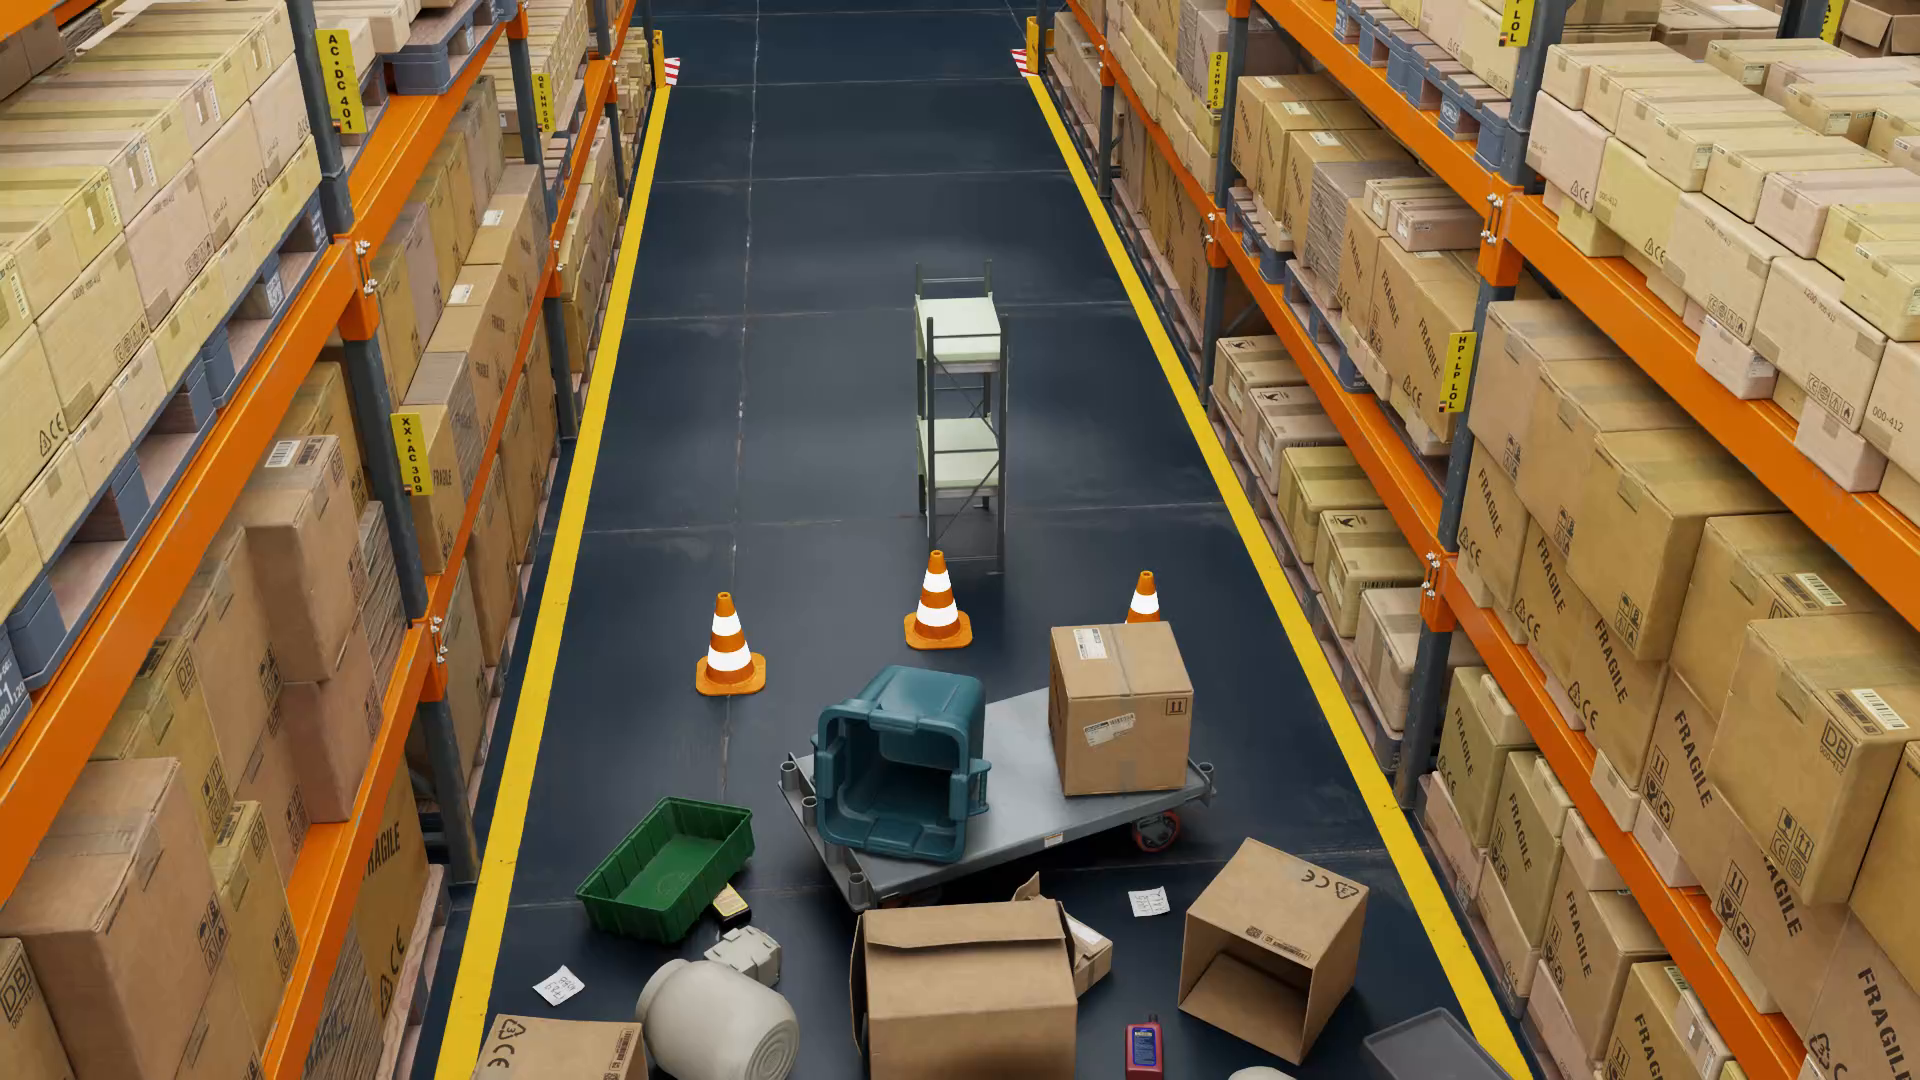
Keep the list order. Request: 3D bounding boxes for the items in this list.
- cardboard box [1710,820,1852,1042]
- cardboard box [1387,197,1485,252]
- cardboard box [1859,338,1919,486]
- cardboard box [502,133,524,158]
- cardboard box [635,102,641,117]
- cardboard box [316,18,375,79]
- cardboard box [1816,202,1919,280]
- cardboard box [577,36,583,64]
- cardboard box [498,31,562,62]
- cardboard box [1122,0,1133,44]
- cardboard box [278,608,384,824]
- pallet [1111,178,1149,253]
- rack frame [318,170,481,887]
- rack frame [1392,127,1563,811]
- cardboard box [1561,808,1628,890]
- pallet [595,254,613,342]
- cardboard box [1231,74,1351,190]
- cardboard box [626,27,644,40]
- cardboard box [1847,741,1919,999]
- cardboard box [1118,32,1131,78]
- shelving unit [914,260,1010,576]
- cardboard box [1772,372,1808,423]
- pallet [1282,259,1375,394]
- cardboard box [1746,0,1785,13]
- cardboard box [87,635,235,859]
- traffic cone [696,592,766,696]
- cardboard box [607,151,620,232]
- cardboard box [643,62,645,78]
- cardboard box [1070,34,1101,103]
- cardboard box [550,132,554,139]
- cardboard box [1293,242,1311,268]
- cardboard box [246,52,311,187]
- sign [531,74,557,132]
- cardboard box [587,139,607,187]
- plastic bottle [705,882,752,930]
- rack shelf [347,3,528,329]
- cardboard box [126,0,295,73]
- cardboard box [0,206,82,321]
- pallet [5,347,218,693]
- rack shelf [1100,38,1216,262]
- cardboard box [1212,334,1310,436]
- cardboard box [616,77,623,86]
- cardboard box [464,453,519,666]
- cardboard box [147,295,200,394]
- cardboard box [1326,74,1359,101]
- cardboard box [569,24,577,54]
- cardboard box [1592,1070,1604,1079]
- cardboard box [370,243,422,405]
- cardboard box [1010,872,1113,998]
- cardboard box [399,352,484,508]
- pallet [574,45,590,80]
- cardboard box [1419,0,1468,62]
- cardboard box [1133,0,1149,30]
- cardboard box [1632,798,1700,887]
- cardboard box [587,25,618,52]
[{"bbox_3d":[2.383,0.938,4.367,0.500,0.500,0.500,-3,31,-5],"label":"cardboard box"},{"bbox_3d":[2.075,-1.364,7.179,0.380,0.149,0.250,-4,31,-6],"label":"cardboard box"},{"bbox_3d":[2.379,-0.237,3.653,0.500,0.250,0.500,-2,31,-3],"label":"cardboard box"},{"bbox_3d":[-2.718,-2.368,9.835,0.380,0.149,0.250,-1,31,-2],"label":"cardboard box"},{"bbox_3d":[-3.172,-4.035,15.451,0.380,0.149,0.250,-2,31,-4],"label":"cardboard box"},{"bbox_3d":[-2.349,-1.814,6.175,0.250,0.149,0.380,-3,31,-5],"label":"cardboard box"},{"bbox_3d":[2.352,-0.715,4.063,0.380,0.149,0.250,-2,31,-4],"label":"cardboard box"},{"bbox_3d":[-2.966,-3.573,12.143,0.380,0.149,0.250,-3,31,-5],"label":"cardboard box"},{"bbox_3d":[-2.867,-3.284,11.077,0.380,0.149,0.250,-3,31,-5],"label":"cardboard box"},{"bbox_3d":[1.510,-3.890,12.496,0.500,0.250,0.500,-2,31,-4],"label":"cardboard box"},{"bbox_3d":[-2.379,0.533,5.286,0.875,0.550,0.550,-3,31,-5],"label":"cardboard box"},{"bbox_3d":[1.820,-2.655,13.490,1.003,0.211,1.213,-3,31,-5],"label":"pallet"},{"bbox_3d":[-2.499,0.130,6.107,1.000,3.000,0.127,-3,31,-5],"label":"rack frame"},{"bbox_3d":[2.420,-0.159,6.590,1.000,3.000,0.127,-3,31,-5],"label":"rack frame"},{"bbox_3d":[2.236,1.022,5.522,0.380,0.149,0.250,-1,31,-2],"label":"cardboard box"},{"bbox_3d":[-3.055,-1.735,11.949,1.003,0.211,1.213,-3,31,-5],"label":"pallet"},{"bbox_3d":[1.858,-2.311,9.396,0.500,0.500,0.500,-4,31,-6],"label":"cardboard box"},{"bbox_3d":[-3.318,-4.950,16.403,0.380,0.149,0.250,-2,31,-4],"label":"cardboard box"},{"bbox_3d":[2.489,0.775,3.665,0.700,0.500,0.500,-2,31,-4],"label":"cardboard box"},{"bbox_3d":[1.501,-3.677,12.627,0.500,0.250,0.500,-3,31,-6],"label":"cardboard box"},{"bbox_3d":[0.001,-0.640,8.860,0.431,1.500,0.755,-3,31,-5],"label":"shelving unit"},{"bbox_3d":[2.348,-0.379,4.279,0.380,0.149,0.250,-3,31,-4],"label":"cardboard box"},{"bbox_3d":[2.272,-1.110,8.370,1.003,0.211,1.213,-3,31,-5],"label":"pallet"},{"bbox_3d":[6.485,-4.184,12.822,0.700,0.500,0.500,-2,31,-4],"label":"cardboard box"},{"bbox_3d":[-2.361,0.620,4.088,0.875,0.550,0.500,-3,31,-5],"label":"cardboard box"},{"bbox_3d":[-1.121,0.462,8.025,0.336,0.463,0.334,-3,31,-5],"label":"traffic cone"},{"bbox_3d":[-2.926,-2.696,12.866,0.500,0.500,0.500,-3,31,-6],"label":"cardboard box"},{"bbox_3d":[-3.236,-4.559,16.039,0.380,0.149,0.250,-4,31,-7],"label":"cardboard box"},{"bbox_3d":[1.554,-4.566,16.059,0.875,0.438,0.875,-2,31,-3],"label":"cardboard box"},{"bbox_3d":[-2.791,-2.635,10.572,0.380,0.149,0.250,-1,31,-2],"label":"cardboard box"},{"bbox_3d":[1.970,-1.550,8.755,0.380,0.149,0.250,-1,31,-2],"label":"cardboard box"},{"bbox_3d":[-2.197,-1.205,4.766,0.500,0.250,0.500,-3,31,-5],"label":"cardboard box"},{"bbox_3d":[-2.320,-2.437,9.276,0.100,0.325,0.005,-3,31,-5],"label":"sign"},{"bbox_3d":[-2.890,-2.752,12.229,0.500,0.250,0.500,-1,31,-2],"label":"cardboard box"},{"bbox_3d":[-0.970,1.460,6.745,0.133,0.061,0.283,-20,36,-30],"label":"plastic bottle"},{"bbox_3d":[-2.686,-1.870,7.232,1.077,0.370,4.000,-3,31,-5],"label":"rack shelf"},{"bbox_3d":[-2.147,-1.444,4.777,0.380,0.149,0.250,-3,31,-5],"label":"cardboard box"},{"bbox_3d":[-1.981,-0.538,3.261,0.380,0.149,0.250,-2,31,-4],"label":"cardboard box"},{"bbox_3d":[-2.322,-0.080,3.620,1.003,0.211,1.213,-3,31,-5],"label":"pallet"},{"bbox_3d":[1.859,-2.913,11.903,1.077,0.370,4.000,-3,31,-5],"label":"rack shelf"},{"bbox_3d":[2.089,-0.964,10.092,0.950,0.372,0.625,-5,31,-8],"label":"cardboard box"},{"bbox_3d":[-3.209,-4.023,14.851,0.380,0.149,0.250,-4,31,-7],"label":"cardboard box"},{"bbox_3d":[-2.733,0.110,7.924,1.050,0.750,0.750,-3,31,-5],"label":"cardboard box"},{"bbox_3d":[-2.026,-0.452,3.894,0.380,0.149,0.250,-3,31,-5],"label":"cardboard box"},{"bbox_3d":[2.366,-2.333,9.433,0.500,0.500,0.500,-4,31,-6],"label":"cardboard box"},{"bbox_3d":[-2.936,-3.560,11.830,0.380,0.149,0.250,-4,31,-6],"label":"cardboard box"},{"bbox_3d":[2.355,1.952,5.328,0.500,0.250,0.500,-4,31,-6],"label":"cardboard box"},{"bbox_3d":[-2.601,-0.858,6.688,0.700,0.500,0.500,-3,31,-5],"label":"cardboard box"},{"bbox_3d":[0.359,1.534,6.423,0.396,0.266,0.258,27,40,37],"label":"cardboard box"},{"bbox_3d":[-2.328,-0.452,6.984,0.500,0.500,0.500,-3,31,-4],"label":"cardboard box"},{"bbox_3d":[-3.320,-3.475,12.329,1.003,0.211,1.213,-3,31,-5],"label":"pallet"},{"bbox_3d":[2.179,-2.112,6.672,0.500,0.250,0.500,-2,31,-4],"label":"cardboard box"},{"bbox_3d":[1.547,-3.962,11.886,0.500,0.500,0.500,-3,31,-6],"label":"cardboard box"},{"bbox_3d":[2.292,0.906,5.052,0.380,0.149,0.250,-3,31,-5],"label":"cardboard box"},{"bbox_3d":[-2.947,-4.007,13.278,0.380,0.149,0.250,-2,31,-3],"label":"cardboard box"}]
